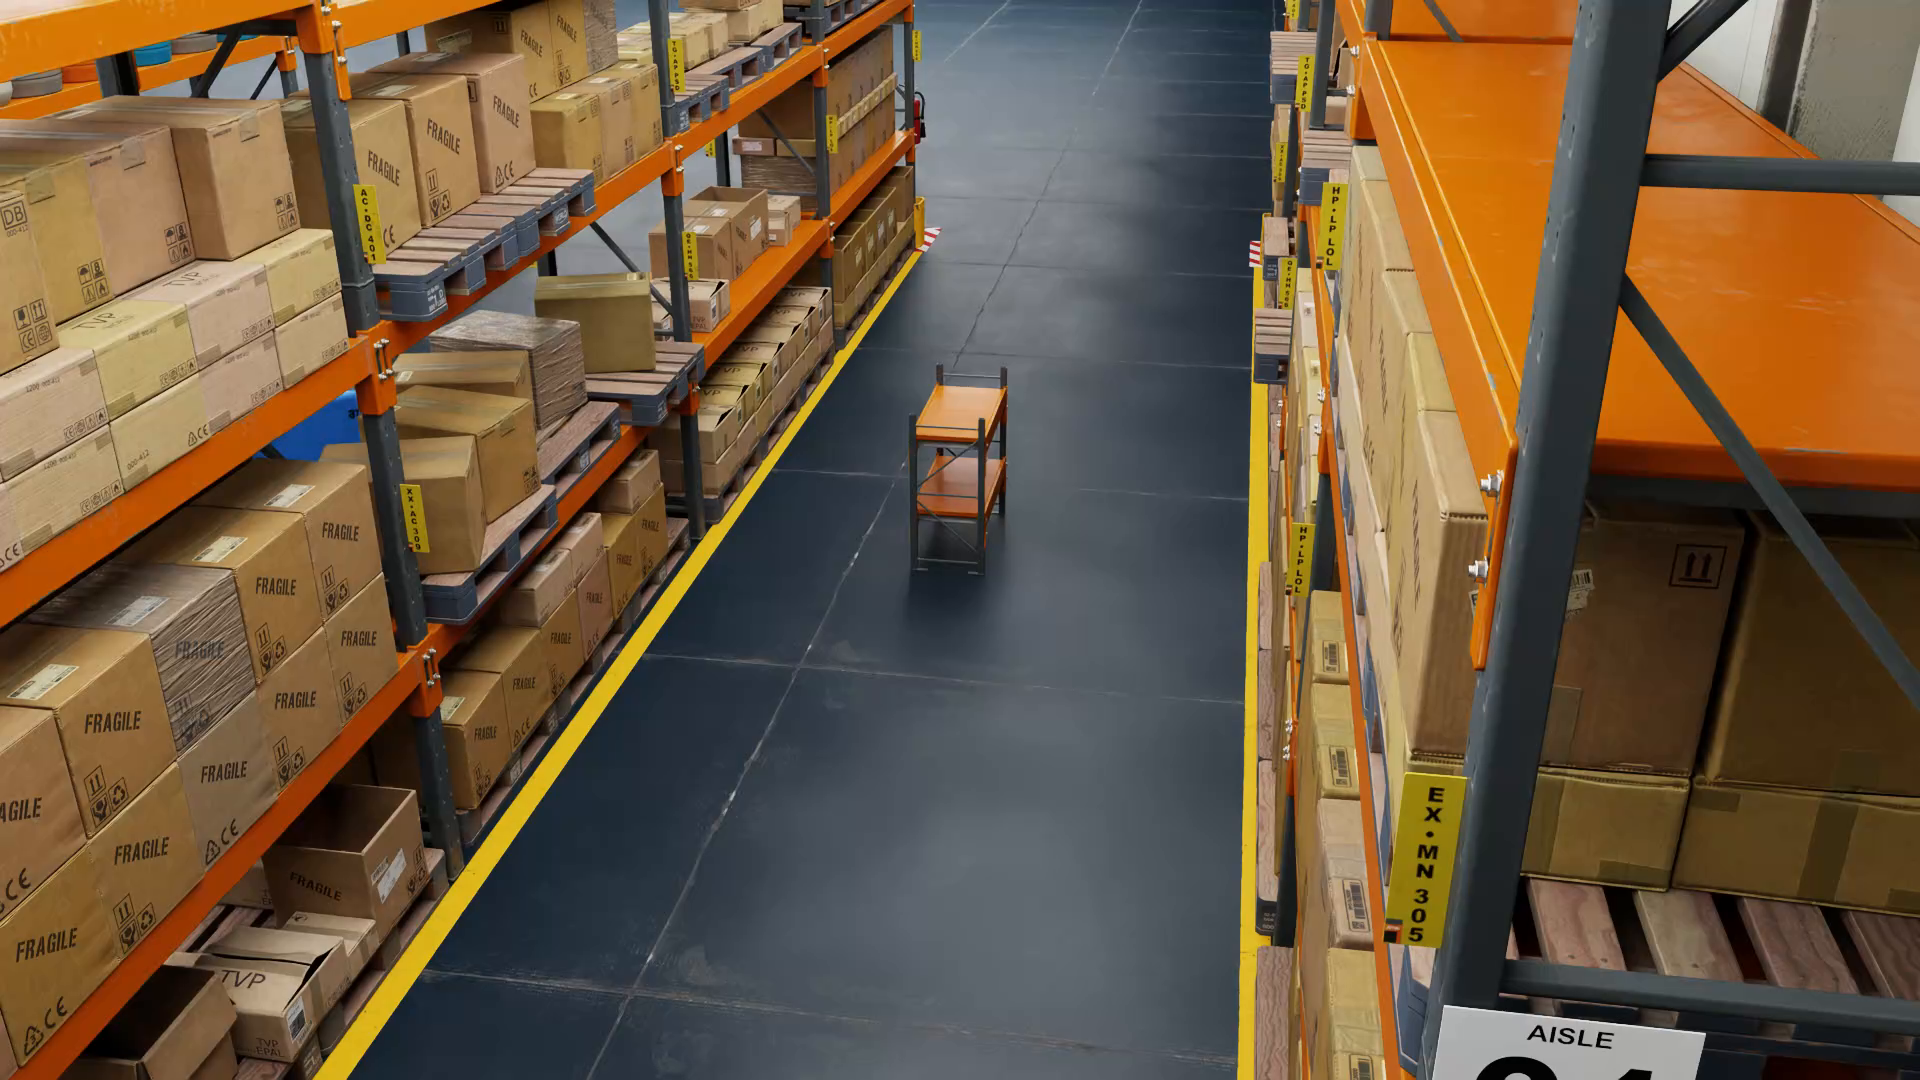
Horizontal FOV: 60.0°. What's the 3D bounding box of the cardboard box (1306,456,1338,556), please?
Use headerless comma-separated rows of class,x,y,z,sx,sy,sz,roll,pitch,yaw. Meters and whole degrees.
cardboard box,1.748,-0.137,7.128,0.500,0.250,0.500,5,25,10

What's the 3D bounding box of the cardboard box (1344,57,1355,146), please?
cardboard box,2.556,-2.469,9.310,0.700,0.500,0.500,2,25,4

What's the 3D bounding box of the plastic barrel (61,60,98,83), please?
plastic barrel,-6.741,-3.910,12.520,0.600,0.830,0.708,4,25,9

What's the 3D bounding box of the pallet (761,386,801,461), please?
pallet,-1.936,-0.998,13.632,1.003,0.211,1.213,4,25,9

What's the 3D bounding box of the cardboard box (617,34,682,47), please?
cardboard box,-2.224,-3.305,11.416,0.500,0.250,0.500,5,25,10

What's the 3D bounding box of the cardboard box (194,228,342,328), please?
cardboard box,-2.776,-1.032,6.465,0.500,0.250,0.500,4,25,9

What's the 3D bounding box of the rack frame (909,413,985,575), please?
rack frame,-0.084,-0.294,11.051,0.500,1.125,0.032,4,25,9

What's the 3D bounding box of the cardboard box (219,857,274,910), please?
cardboard box,-3.246,1.442,7.784,0.500,0.311,0.500,4,25,9

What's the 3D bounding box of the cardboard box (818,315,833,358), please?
cardboard box,-1.438,-1.834,14.879,0.500,0.250,0.500,4,25,8

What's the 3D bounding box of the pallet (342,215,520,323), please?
pallet,-2.788,-1.278,7.626,1.213,0.211,1.003,4,25,9

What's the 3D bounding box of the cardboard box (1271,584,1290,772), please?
cardboard box,2.044,0.735,8.682,0.750,0.750,0.750,5,26,10

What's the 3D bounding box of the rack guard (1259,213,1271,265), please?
rack guard,3.872,-3.250,18.104,1.175,0.500,0.348,4,25,9

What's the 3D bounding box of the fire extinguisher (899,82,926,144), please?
fire extinguisher,-0.525,-4.738,18.426,0.296,0.674,0.183,4,25,9

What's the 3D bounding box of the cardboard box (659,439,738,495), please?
cardboard box,-1.935,-0.554,12.143,0.500,0.250,0.500,4,25,8

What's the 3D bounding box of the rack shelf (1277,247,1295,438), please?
rack shelf,2.904,-1.579,12.434,1.077,0.370,4.000,4,25,9

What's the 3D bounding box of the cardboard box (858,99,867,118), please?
cardboard box,-1.129,-4.273,16.458,0.380,0.149,0.250,4,25,8

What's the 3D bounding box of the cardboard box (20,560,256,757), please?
cardboard box,-2.955,0.419,6.018,0.500,0.500,0.500,4,25,9

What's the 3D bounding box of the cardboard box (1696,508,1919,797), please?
cardboard box,1.628,0.123,3.089,0.500,0.500,0.500,3,25,6

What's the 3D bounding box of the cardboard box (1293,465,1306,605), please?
cardboard box,1.824,-0.009,7.739,0.500,0.500,0.500,4,25,9

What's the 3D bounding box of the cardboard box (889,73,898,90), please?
cardboard box,-0.877,-4.922,17.844,0.380,0.149,0.250,4,25,8

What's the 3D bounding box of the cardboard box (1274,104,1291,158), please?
cardboard box,3.256,-3.878,15.765,0.500,0.500,0.500,5,26,10

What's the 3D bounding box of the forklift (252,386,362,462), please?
forklift,-5.482,-1.332,11.137,3.031,2.935,1.130,-12,28,-24

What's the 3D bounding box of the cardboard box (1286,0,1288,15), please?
cardboard box,3.380,-5.265,15.780,0.500,0.500,0.500,5,26,11

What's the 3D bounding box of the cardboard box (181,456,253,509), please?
cardboard box,-3.319,-0.058,7.038,0.500,0.500,0.500,5,25,10

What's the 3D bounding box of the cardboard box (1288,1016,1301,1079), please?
cardboard box,1.615,2.062,6.260,0.700,0.500,0.500,4,25,8

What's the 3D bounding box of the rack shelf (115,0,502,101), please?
rack shelf,-2.637,-2.784,8.403,1.077,0.370,4.000,4,25,9

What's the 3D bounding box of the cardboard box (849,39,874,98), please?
cardboard box,-1.263,-4.741,16.692,0.700,0.500,0.500,4,25,9

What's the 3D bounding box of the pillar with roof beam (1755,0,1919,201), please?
pillar with roof beam,-1.584,-2.058,5.532,9.100,9.000,0.400,4,25,9

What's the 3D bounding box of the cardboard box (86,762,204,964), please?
cardboard box,-3.038,1.088,5.769,0.500,0.500,0.500,4,25,9

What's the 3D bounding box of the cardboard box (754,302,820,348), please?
cardboard box,-1.519,-1.875,14.303,0.500,0.311,0.500,5,25,10

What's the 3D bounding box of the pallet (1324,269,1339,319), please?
pallet,2.025,-1.054,7.151,0.805,0.209,1.217,3,25,6

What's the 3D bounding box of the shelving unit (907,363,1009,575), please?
shelving unit,-0.001,-0.507,11.505,0.538,1.125,1.048,4,25,9

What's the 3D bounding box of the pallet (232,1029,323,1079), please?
pallet,-3.274,2.325,6.535,1.003,0.211,1.213,4,25,9

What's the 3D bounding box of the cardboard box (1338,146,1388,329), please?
cardboard box,1.531,-0.982,5.451,0.500,0.500,0.500,4,25,8

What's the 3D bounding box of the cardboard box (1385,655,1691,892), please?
cardboard box,1.128,0.427,3.325,0.500,0.250,0.500,5,26,10

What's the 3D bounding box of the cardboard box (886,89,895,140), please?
cardboard box,-1.092,-4.607,17.936,0.700,0.500,0.500,4,25,9

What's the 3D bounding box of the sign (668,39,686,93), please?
sign,-1.775,-2.964,10.397,0.100,0.325,0.005,4,25,9

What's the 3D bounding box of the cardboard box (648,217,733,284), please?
cardboard box,-2.052,-2.158,12.705,0.500,0.500,0.500,3,25,6

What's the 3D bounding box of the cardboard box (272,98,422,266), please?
cardboard box,-2.809,-1.582,7.322,0.600,0.600,0.600,2,25,4

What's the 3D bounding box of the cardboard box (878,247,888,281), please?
cardboard box,-1.032,-2.828,17.001,0.500,0.250,0.500,4,25,9

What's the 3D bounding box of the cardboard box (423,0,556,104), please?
cardboard box,-2.554,-2.658,9.055,0.500,0.500,0.500,4,25,9

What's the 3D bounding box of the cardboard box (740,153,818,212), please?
cardboard box,-1.590,-3.314,15.174,0.700,0.500,0.500,3,25,7

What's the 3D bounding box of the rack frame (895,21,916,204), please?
rack frame,-1.003,-4.756,18.372,1.000,3.000,0.127,4,25,9

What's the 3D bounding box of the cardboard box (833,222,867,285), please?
cardboard box,-1.198,-2.749,15.949,0.500,0.500,0.500,4,25,9

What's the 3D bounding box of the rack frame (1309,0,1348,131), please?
rack frame,2.577,-3.785,9.222,1.000,3.000,0.127,4,25,9

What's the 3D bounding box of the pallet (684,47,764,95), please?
pallet,-2.108,-3.441,12.248,1.003,0.211,1.213,5,26,11

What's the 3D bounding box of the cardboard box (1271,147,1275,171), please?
cardboard box,3.332,-3.743,16.361,0.500,0.250,0.500,4,25,8

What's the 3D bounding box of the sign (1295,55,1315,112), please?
sign,2.042,-2.700,9.831,0.100,0.325,0.005,4,25,9

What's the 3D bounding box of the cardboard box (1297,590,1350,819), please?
cardboard box,1.819,0.694,6.374,0.980,0.700,0.700,4,25,9

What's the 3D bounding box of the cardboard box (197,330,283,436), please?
cardboard box,-2.873,-0.598,6.127,0.500,0.250,0.500,4,25,9

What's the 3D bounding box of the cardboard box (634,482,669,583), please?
cardboard box,-2.232,-0.070,10.790,0.500,0.500,0.500,5,26,11

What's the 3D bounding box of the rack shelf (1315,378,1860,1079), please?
rack shelf,1.597,0.408,4.650,1.077,0.370,4.000,4,25,9

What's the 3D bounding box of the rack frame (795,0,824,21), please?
rack frame,-1.657,-5.800,13.526,1.000,3.000,0.127,4,25,9
